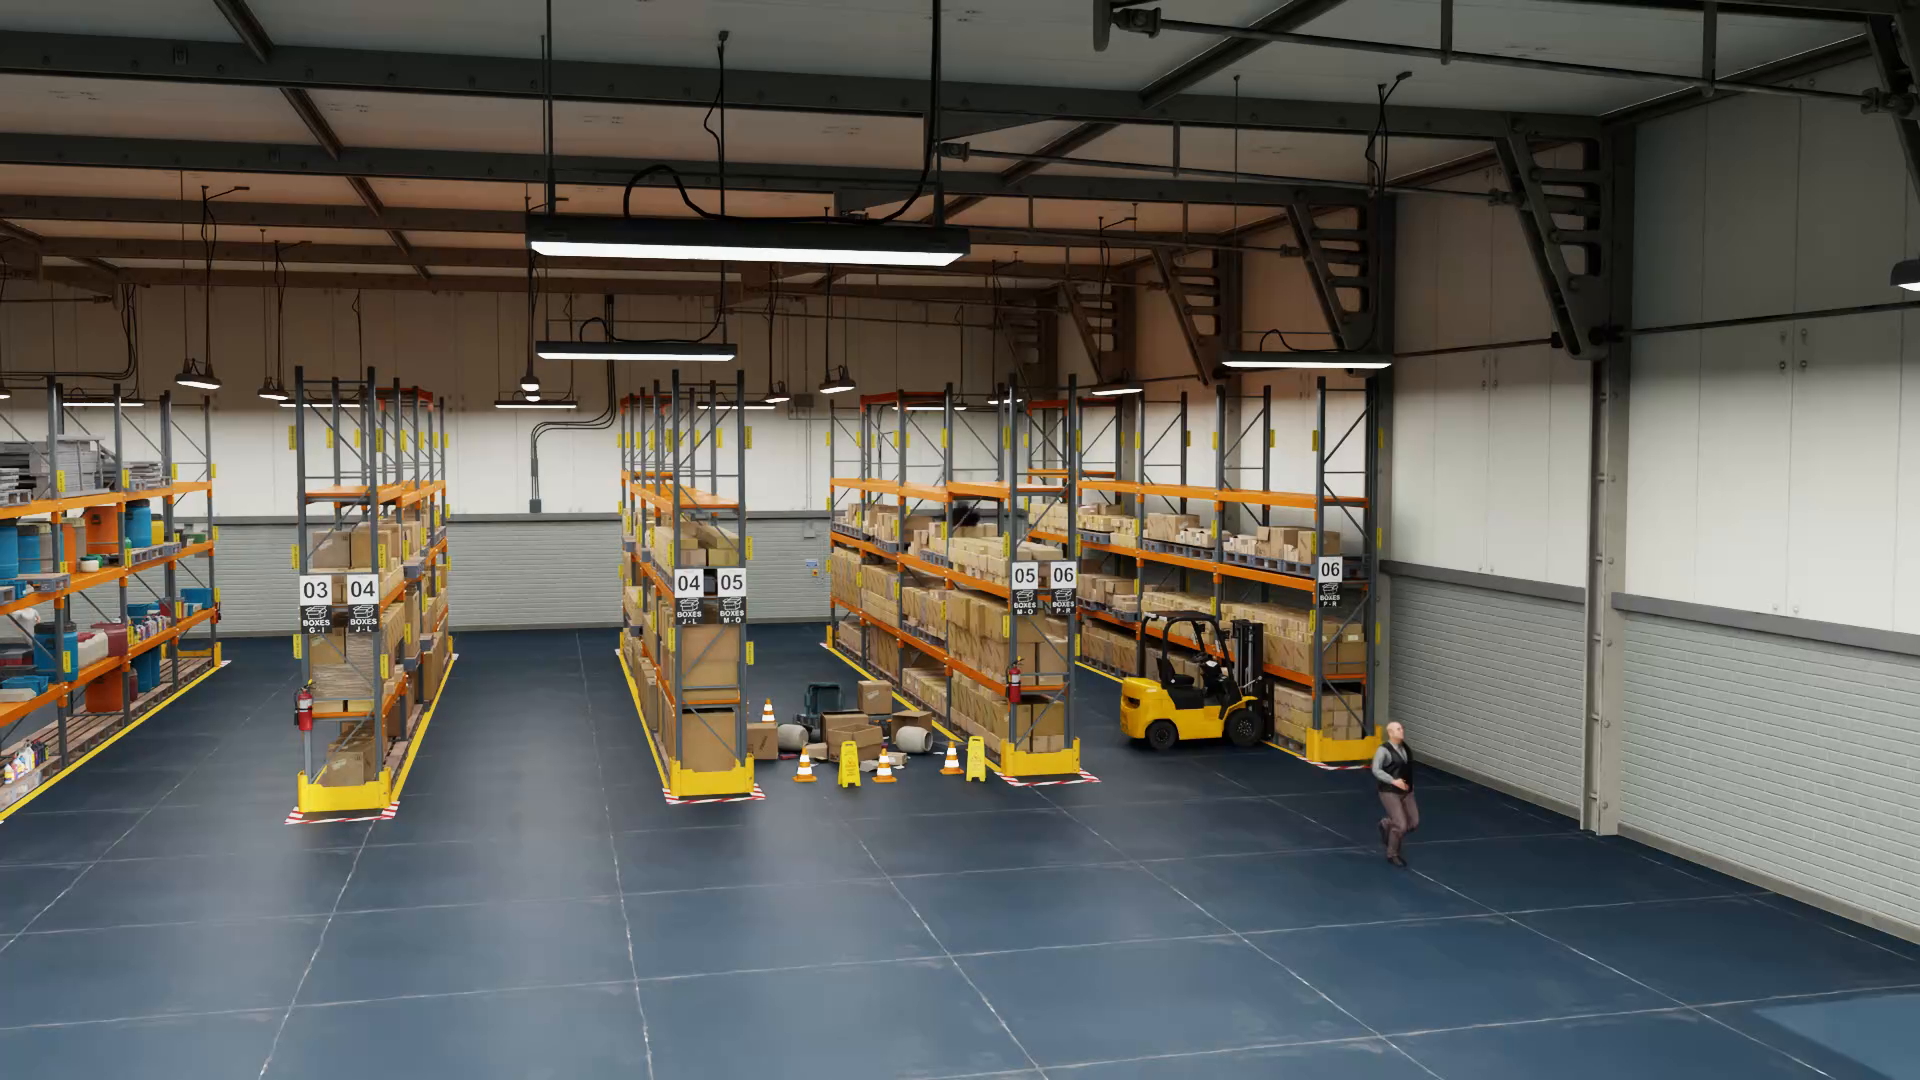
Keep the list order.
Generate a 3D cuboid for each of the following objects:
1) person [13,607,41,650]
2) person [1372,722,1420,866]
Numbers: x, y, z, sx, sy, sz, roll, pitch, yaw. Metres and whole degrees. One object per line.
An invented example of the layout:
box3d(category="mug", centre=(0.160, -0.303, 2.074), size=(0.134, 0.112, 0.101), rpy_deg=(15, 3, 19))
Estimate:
box3d(category="person", centre=(-20.246, 2.048, 36.259), size=(0.521, 1.596, 0.652), rpy_deg=(2, 4, 29))
box3d(category="person", centre=(5.159, 2.993, 19.733), size=(0.691, 1.686, 0.609), rpy_deg=(-2, 4, -35))
